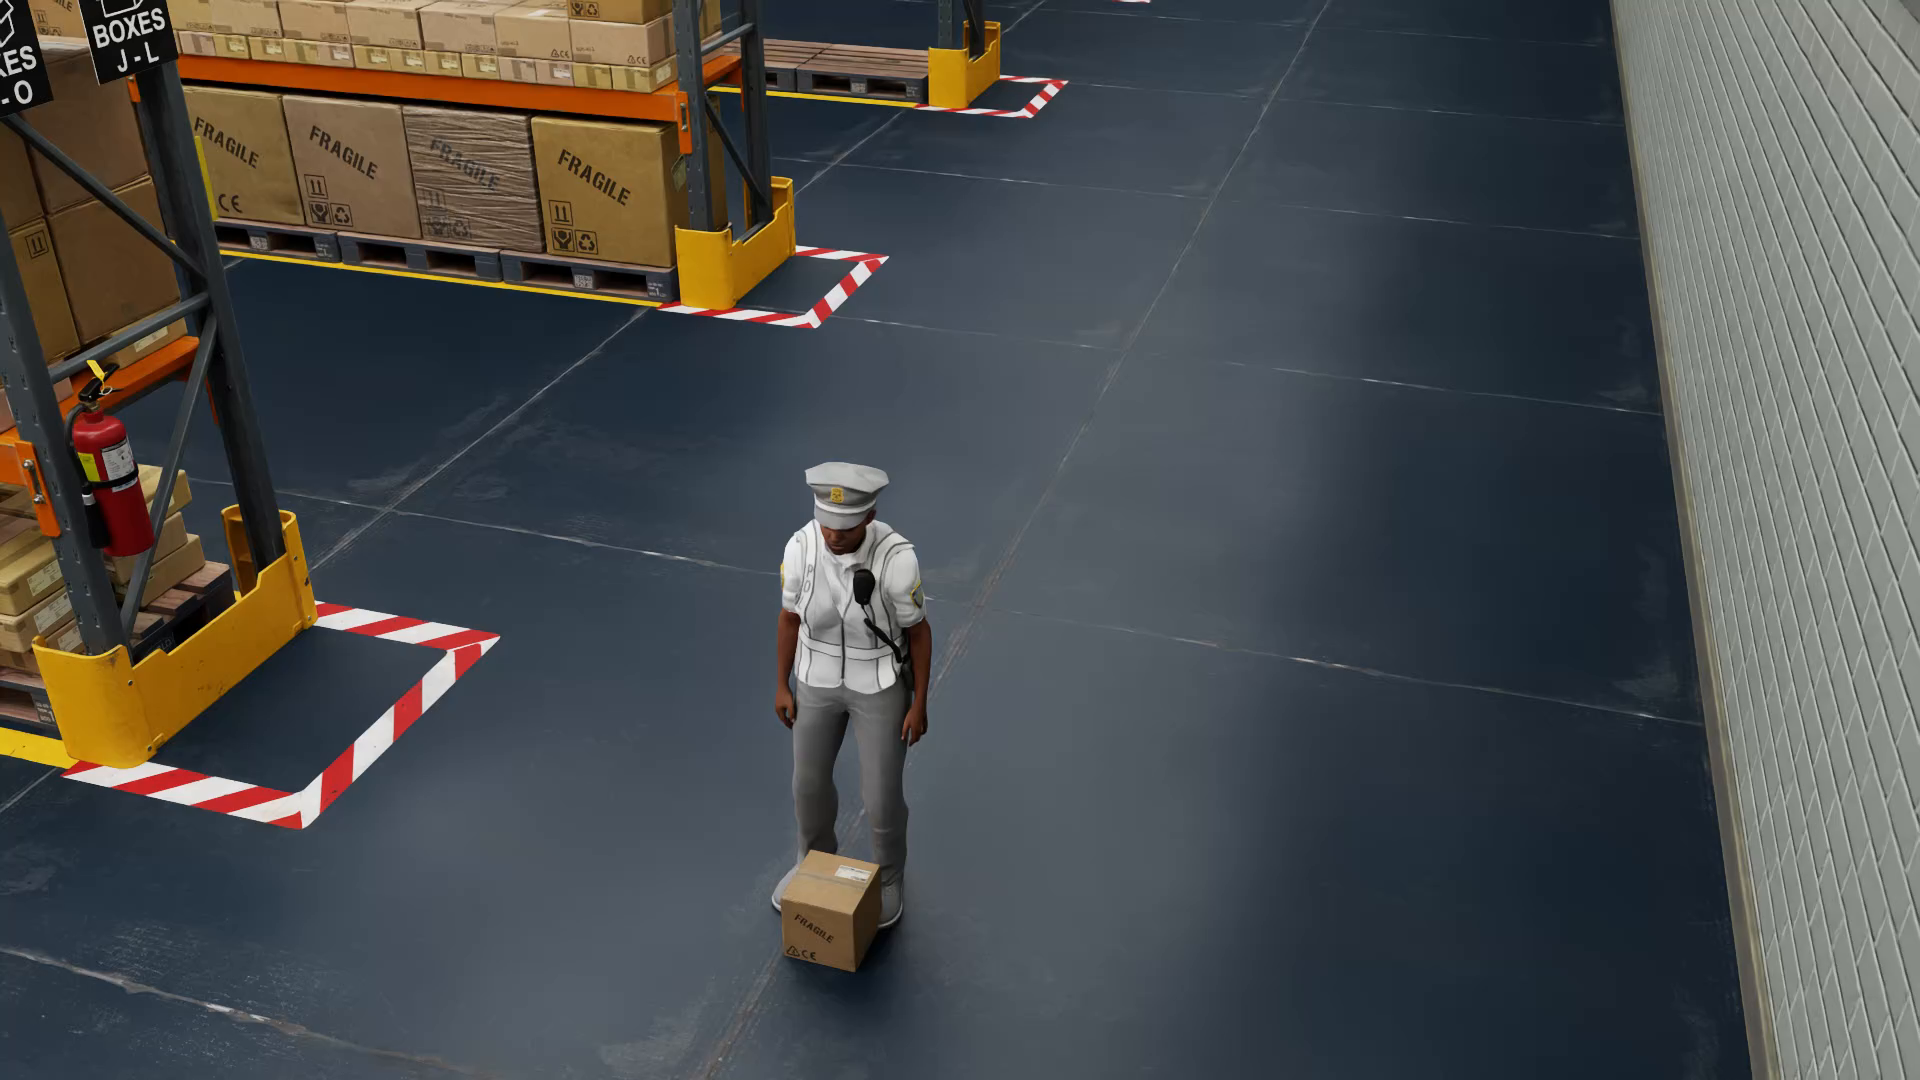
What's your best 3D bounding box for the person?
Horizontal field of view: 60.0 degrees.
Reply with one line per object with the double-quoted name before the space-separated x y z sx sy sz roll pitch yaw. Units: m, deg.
"person" -0.354 0.481 5.270 0.532 1.663 0.393 7 30 12
